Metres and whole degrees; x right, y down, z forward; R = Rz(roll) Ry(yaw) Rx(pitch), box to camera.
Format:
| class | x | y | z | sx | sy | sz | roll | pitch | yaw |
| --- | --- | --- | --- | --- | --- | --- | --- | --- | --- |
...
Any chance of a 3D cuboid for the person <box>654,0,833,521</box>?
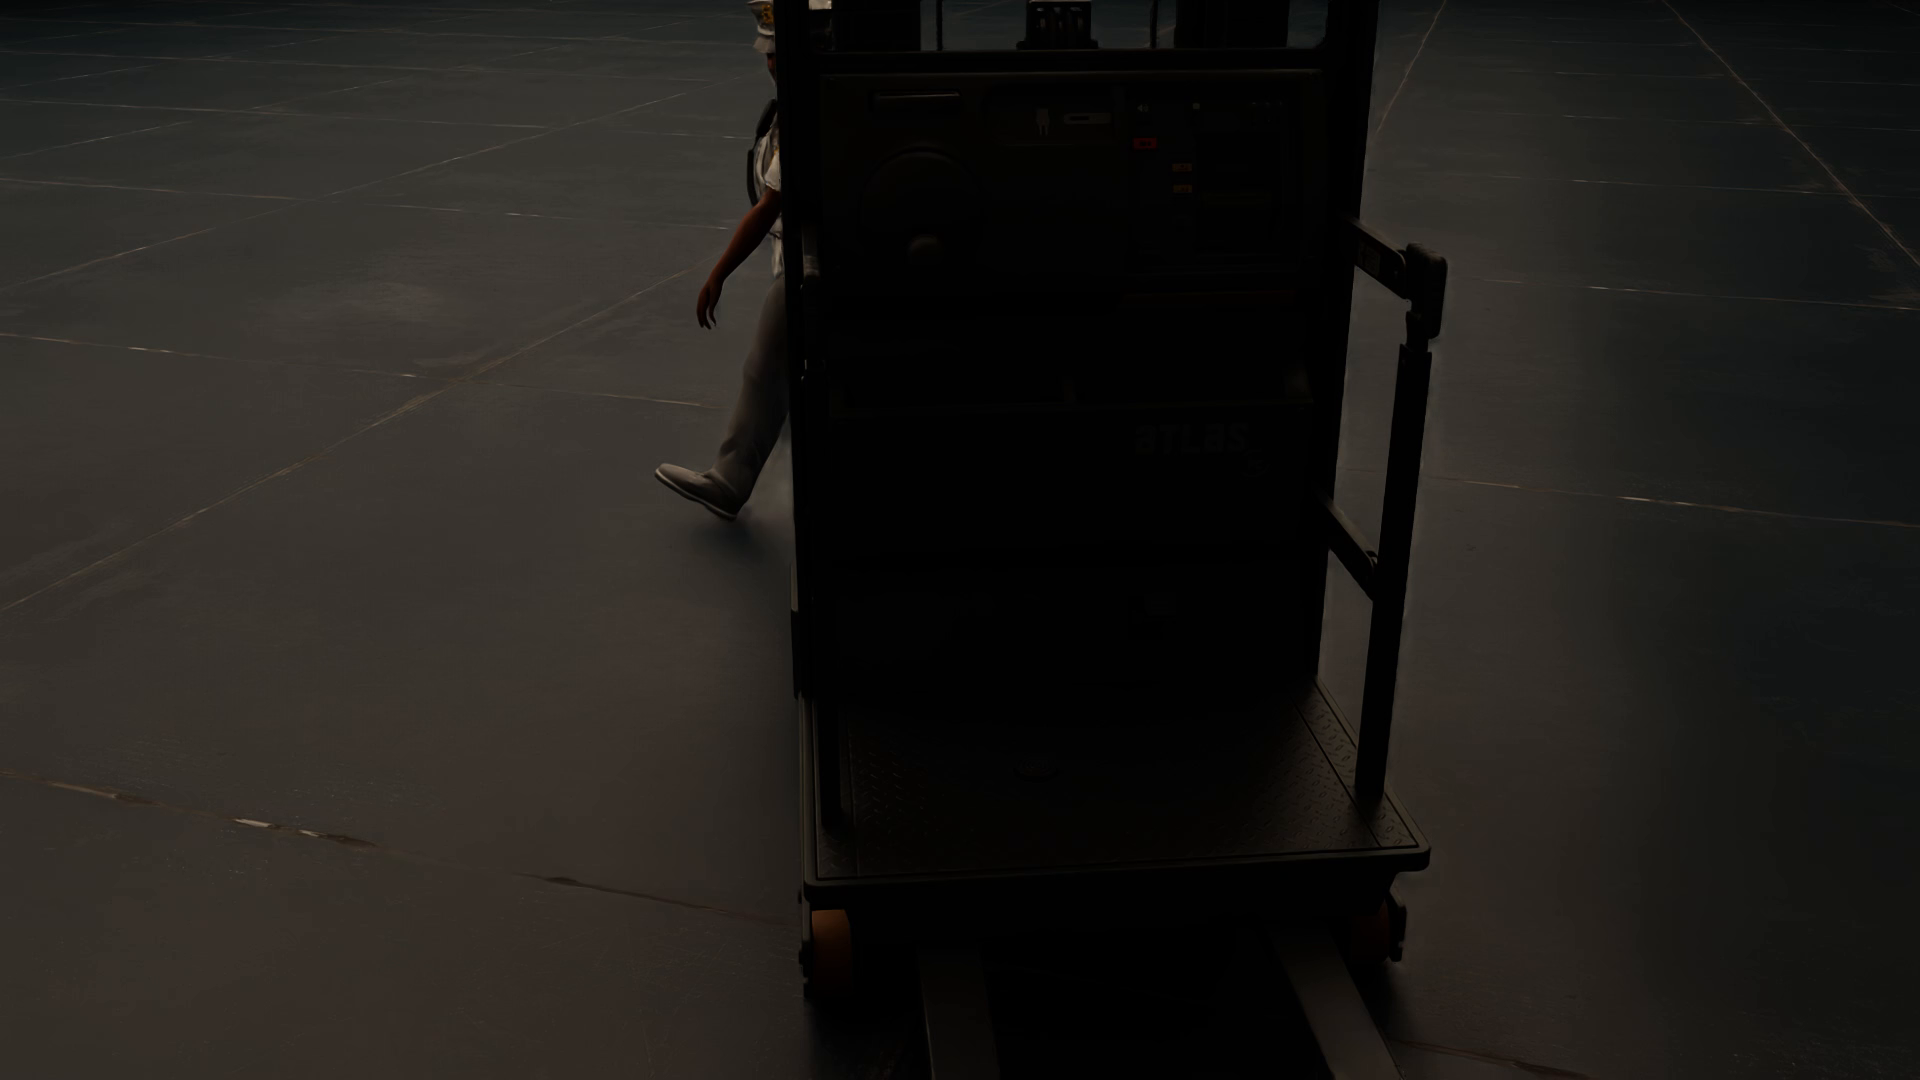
| class | x | y | z | sx | sy | sz | roll | pitch | yaw |
| --- | --- | --- | --- | --- | --- | --- | --- | --- | --- |
| person | -0.514 | -0.784 | 4.928 | 0.889 | 1.604 | 0.594 | -1 | 22 | -2 |

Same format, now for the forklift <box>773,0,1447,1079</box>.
| class | x | y | z | sx | sy | sz | roll | pitch | yaw |
| --- | --- | --- | --- | --- | --- | --- | --- | --- | --- |
| forklift | 0.234 | -0.645 | 2.841 | 1.130 | 2.935 | 3.031 | -2 | 23 | -5 |
